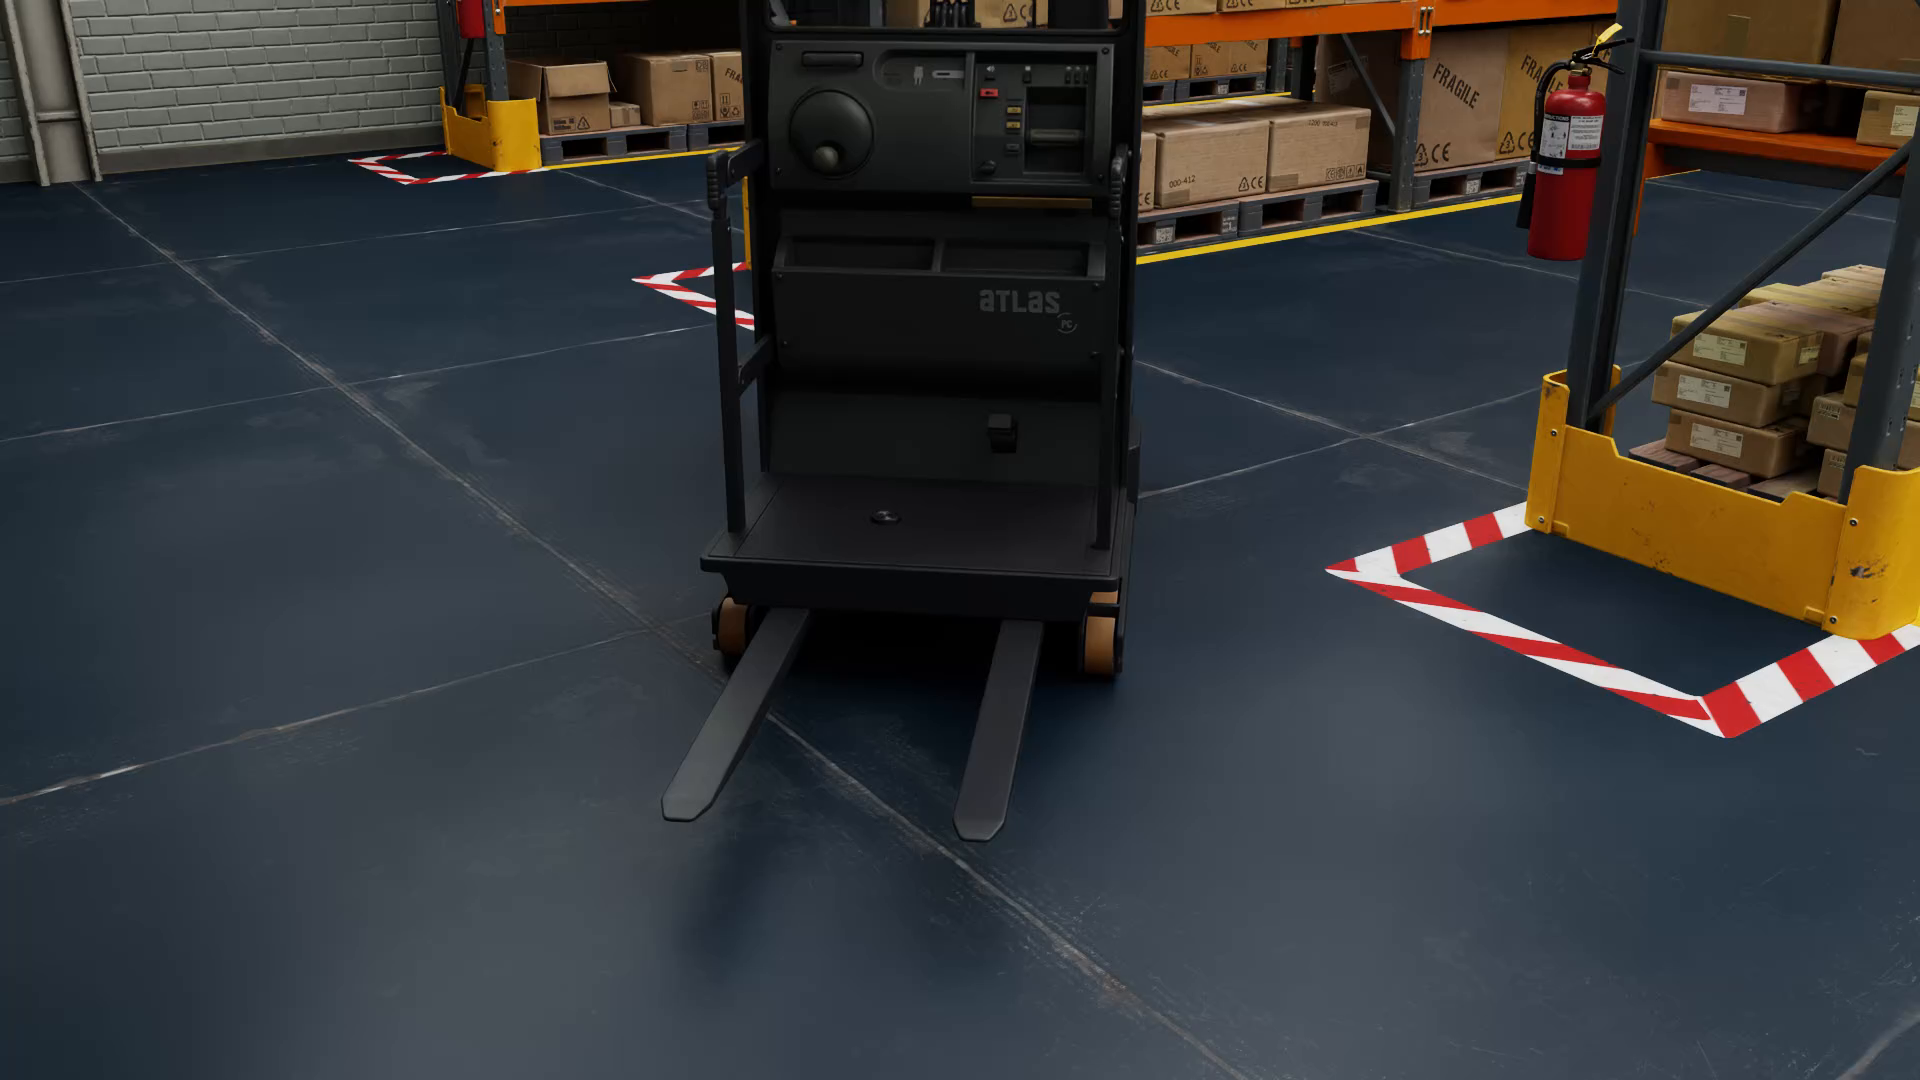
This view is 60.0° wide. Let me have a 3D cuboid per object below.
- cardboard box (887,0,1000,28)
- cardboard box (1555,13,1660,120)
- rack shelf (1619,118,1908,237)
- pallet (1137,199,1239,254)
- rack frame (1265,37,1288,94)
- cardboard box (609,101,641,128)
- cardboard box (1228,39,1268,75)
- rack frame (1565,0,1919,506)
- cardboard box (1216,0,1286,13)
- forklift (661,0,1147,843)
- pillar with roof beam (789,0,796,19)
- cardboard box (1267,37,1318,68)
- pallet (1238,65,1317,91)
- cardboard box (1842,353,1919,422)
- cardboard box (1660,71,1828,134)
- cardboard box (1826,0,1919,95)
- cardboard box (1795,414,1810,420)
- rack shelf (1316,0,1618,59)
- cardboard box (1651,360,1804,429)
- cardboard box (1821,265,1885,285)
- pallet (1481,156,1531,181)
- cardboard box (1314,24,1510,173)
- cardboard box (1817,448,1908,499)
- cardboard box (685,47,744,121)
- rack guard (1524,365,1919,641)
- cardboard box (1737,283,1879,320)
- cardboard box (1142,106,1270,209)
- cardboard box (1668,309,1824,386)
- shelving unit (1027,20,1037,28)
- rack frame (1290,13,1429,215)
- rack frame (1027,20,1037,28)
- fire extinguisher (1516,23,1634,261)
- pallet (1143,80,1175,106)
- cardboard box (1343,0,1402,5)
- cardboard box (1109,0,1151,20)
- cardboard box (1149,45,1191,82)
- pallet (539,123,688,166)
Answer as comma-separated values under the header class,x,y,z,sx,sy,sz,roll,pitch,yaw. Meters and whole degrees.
class,x,y,z,sx,sy,sz,roll,pitch,yaw
cardboard box,-0.145,-2.827,8.299,0.500,0.500,0.500,-15,26,-33
cardboard box,4.456,-3.387,12.136,0.875,0.875,0.875,-15,26,-32
rack shelf,3.895,-1.395,5.815,4.000,0.370,1.077,-15,26,-33
pallet,0.891,-1.927,9.941,1.213,0.211,1.003,-15,26,-33
rack frame,2.890,-5.987,16.353,0.127,3.000,1.000,-15,26,-33
cardboard box,-2.684,-3.311,12.926,0.250,0.149,0.380,-16,27,-35
cardboard box,2.672,-4.865,16.347,0.500,0.500,0.500,-14,26,-31
rack frame,2.271,-1.296,4.596,0.127,3.000,1.000,-15,26,-33
cardboard box,1.504,-3.272,9.414,0.500,0.500,0.500,-15,26,-34
forklift,-0.080,-1.130,4.273,1.130,2.935,3.031,3,22,7
pillar with roof beam,1.066,-6.733,10.128,0.400,9.000,9.100,-15,26,-33
cardboard box,3.404,-5.210,17.044,0.625,0.625,0.875,-14,26,-31
pallet,3.581,-4.859,17.287,1.213,0.211,1.003,-15,26,-33
cardboard box,2.895,-0.454,4.965,0.250,0.149,0.380,-16,27,-35
cardboard box,2.371,-1.335,5.033,0.250,0.149,0.380,-15,26,-33
cardboard box,2.797,-1.494,4.558,0.500,0.500,0.500,-14,25,-30
cardboard box,2.726,-0.430,5.706,0.250,0.149,0.380,-14,26,-31
rack shelf,4.169,-3.728,11.662,4.000,0.370,1.077,-15,26,-33
cardboard box,2.533,-0.505,5.493,0.250,0.149,0.380,-16,27,-34
cardboard box,3.359,-0.877,6.025,0.250,0.149,0.380,-14,26,-31
pallet,4.119,-2.789,12.101,1.213,0.211,1.003,-15,26,-33
cardboard box,3.002,-2.995,11.156,0.875,0.875,0.875,-14,26,-31
cardboard box,2.883,-0.184,5.090,0.250,0.149,0.380,-14,26,-32
cardboard box,-1.848,-3.651,13.305,0.500,0.500,0.500,-14,26,-32
rack guard,2.333,-0.151,5.101,0.348,0.500,1.175,-15,26,-33
cardboard box,2.926,-0.765,5.744,0.250,0.149,0.380,-16,27,-34
cardboard box,1.246,-2.336,10.095,0.875,0.438,0.875,-16,27,-34
cardboard box,2.553,-0.634,5.415,0.250,0.149,0.380,-15,26,-32
shelving unit,-0.211,-1.142,6.235,1.083,1.500,0.587,-3,22,-7
rack frame,2.545,-3.629,10.443,0.127,3.000,1.000,-15,26,-33
rack frame,0.302,-1.169,6.302,0.032,1.500,0.500,-3,22,-7
fire extinguisher,1.797,-1.171,4.891,0.183,0.674,0.296,-15,26,-33
pallet,1.272,-4.279,15.836,1.213,0.211,1.003,-15,26,-33
cardboard box,2.318,-3.498,9.981,0.500,0.500,0.500,-15,26,-32
cardboard box,0.673,-3.050,8.857,0.500,0.500,0.500,-15,26,-33
cardboard box,1.837,-4.646,15.798,0.500,0.500,0.500,-14,25,-31
pallet,-2.896,-3.150,13.005,1.213,0.211,1.003,-15,26,-33
